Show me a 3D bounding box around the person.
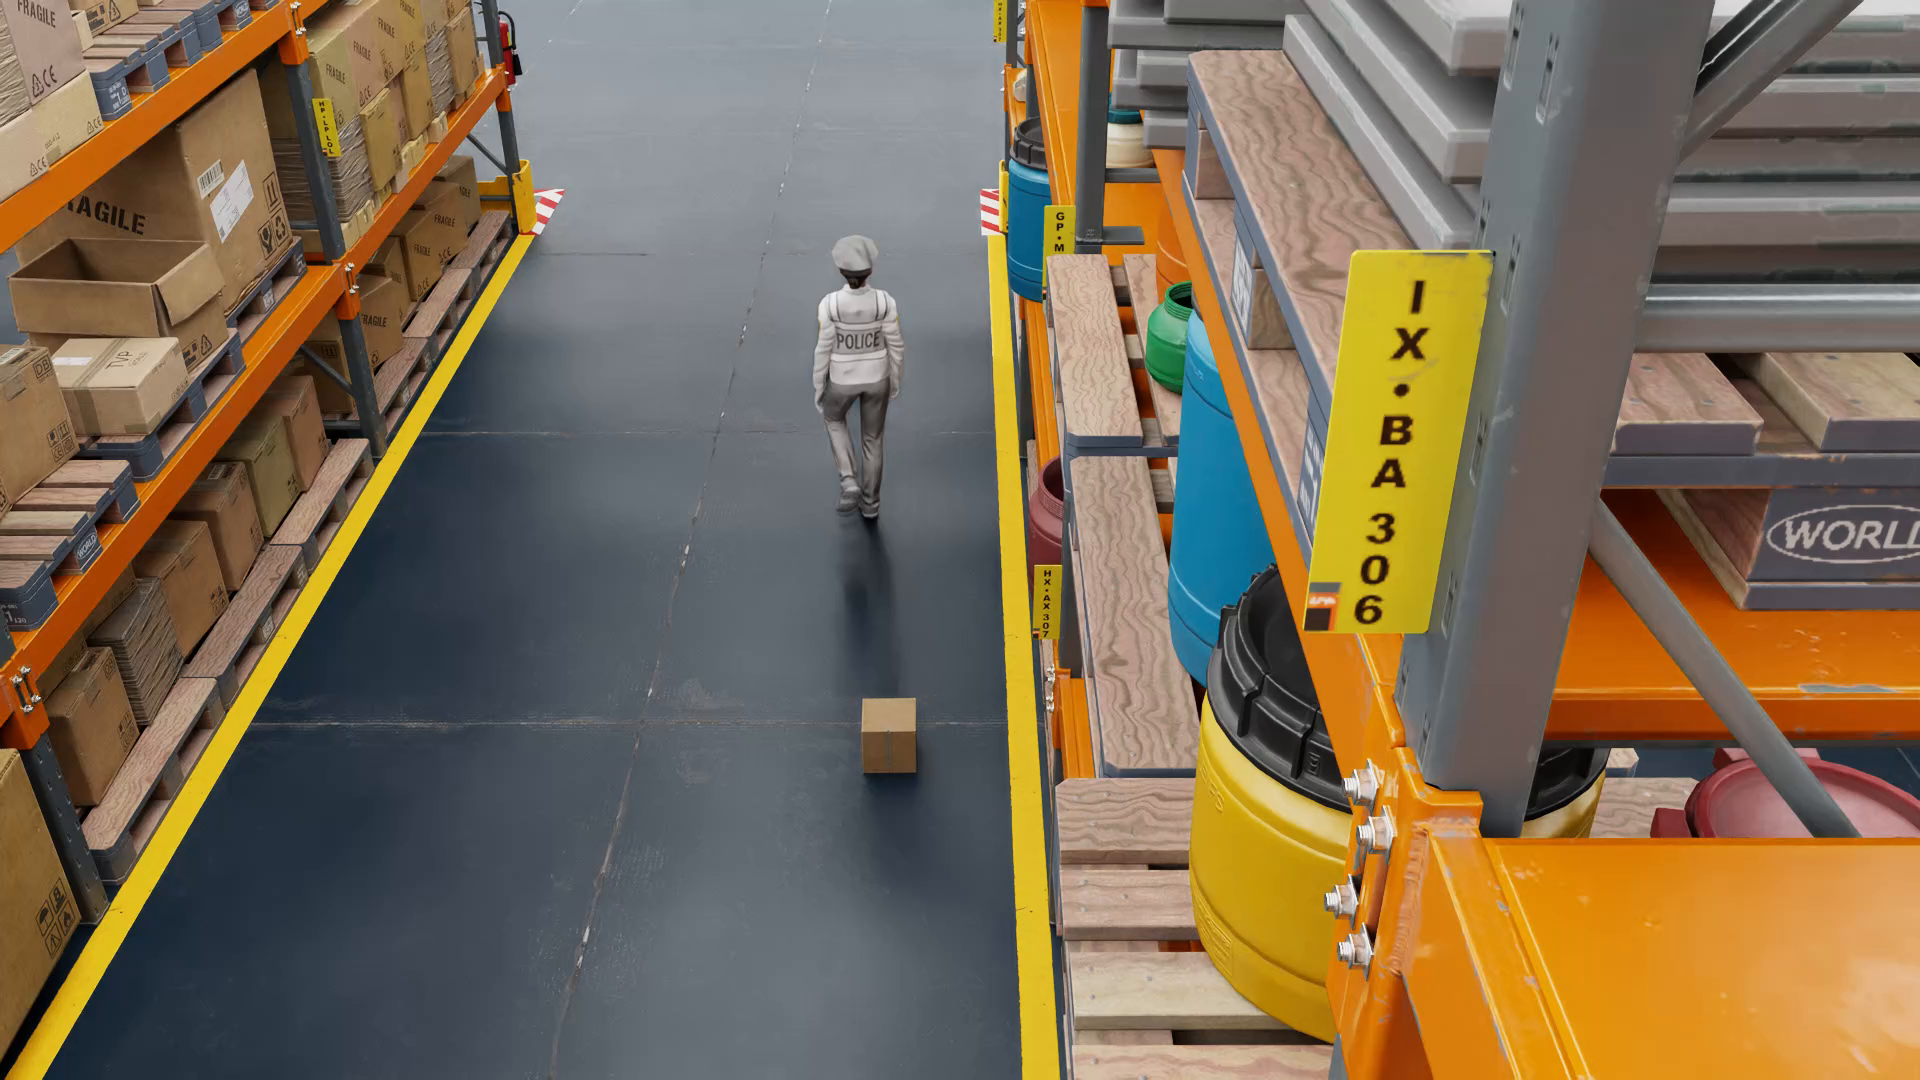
[{"bbox_3d":[-0.571,-0.912,9.328,0.518,1.689,0.437,-4,32,-7],"label":"person"}]
